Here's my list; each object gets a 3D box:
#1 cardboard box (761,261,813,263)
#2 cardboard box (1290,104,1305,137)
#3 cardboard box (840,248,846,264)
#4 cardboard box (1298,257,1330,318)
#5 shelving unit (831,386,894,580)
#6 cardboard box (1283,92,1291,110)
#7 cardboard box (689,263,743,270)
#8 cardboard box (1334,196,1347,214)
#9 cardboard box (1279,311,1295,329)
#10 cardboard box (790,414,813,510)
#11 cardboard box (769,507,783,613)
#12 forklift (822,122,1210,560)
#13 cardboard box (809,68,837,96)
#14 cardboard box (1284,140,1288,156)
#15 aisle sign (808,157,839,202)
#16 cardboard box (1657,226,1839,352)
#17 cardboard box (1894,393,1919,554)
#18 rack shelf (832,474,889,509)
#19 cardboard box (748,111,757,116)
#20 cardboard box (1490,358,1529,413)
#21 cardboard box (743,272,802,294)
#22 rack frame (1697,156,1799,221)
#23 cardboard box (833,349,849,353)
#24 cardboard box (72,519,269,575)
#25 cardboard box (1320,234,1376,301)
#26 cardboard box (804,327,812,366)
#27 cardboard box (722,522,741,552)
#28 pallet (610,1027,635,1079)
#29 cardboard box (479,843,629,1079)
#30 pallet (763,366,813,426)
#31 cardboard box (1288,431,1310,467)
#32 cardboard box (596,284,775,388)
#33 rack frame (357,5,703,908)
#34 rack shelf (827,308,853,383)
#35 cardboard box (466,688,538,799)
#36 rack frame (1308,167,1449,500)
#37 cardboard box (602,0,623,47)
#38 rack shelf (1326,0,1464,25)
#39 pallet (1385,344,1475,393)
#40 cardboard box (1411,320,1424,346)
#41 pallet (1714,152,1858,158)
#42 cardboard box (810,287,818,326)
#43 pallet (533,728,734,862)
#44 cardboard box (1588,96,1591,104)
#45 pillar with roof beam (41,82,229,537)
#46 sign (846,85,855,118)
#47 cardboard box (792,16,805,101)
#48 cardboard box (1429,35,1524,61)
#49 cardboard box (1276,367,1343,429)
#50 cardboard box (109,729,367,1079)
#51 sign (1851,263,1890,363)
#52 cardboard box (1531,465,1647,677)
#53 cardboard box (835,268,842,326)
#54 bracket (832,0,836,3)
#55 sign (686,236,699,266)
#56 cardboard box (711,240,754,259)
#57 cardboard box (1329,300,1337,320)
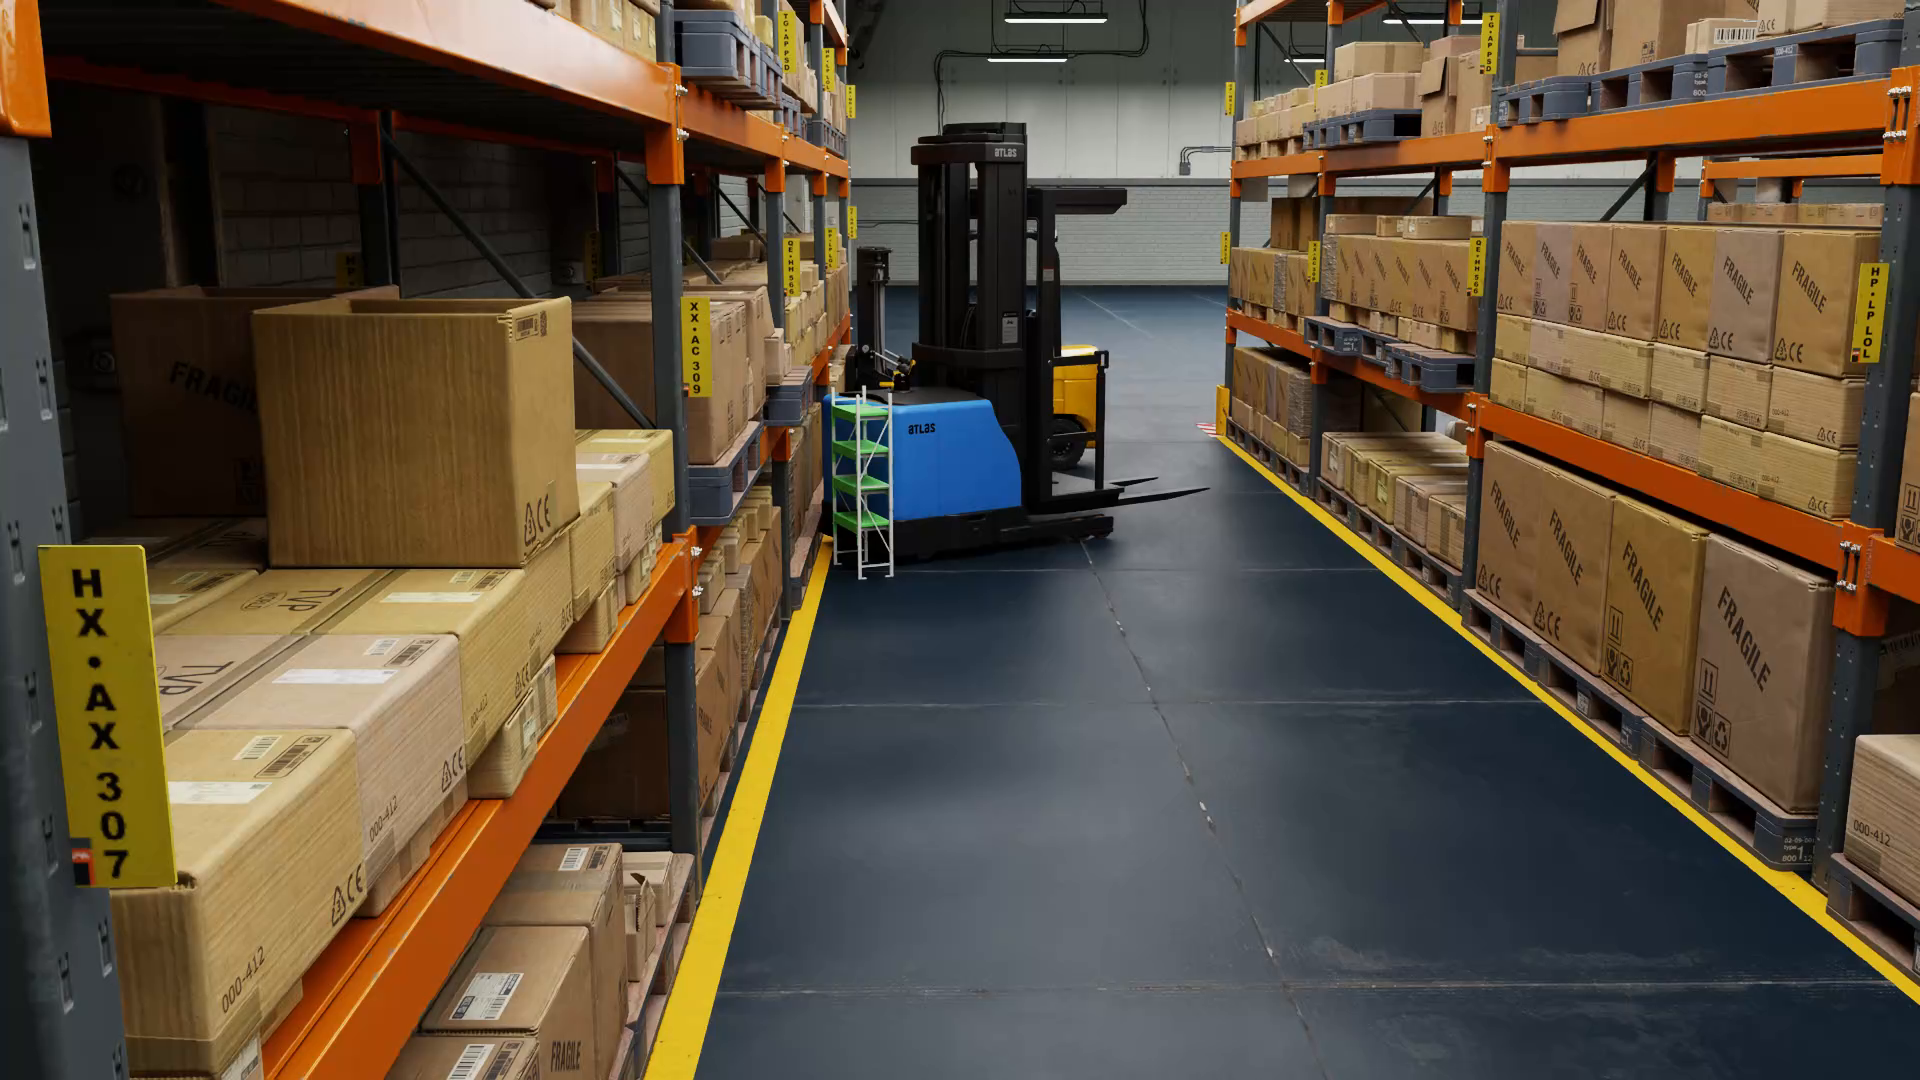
[{"bbox_3d":[-1.345,-2.094,12.953,0.380,0.149,0.250,0,11,1],"label":"cardboard box"},{"bbox_3d":[3.098,-3.545,14.072,0.500,0.250,0.500,0,11,-2],"label":"cardboard box"},{"bbox_3d":[-1.335,-2.838,16.619,0.380,0.149,0.250,0,11,0],"label":"cardboard box"},{"bbox_3d":[3.130,-2.097,13.853,0.500,0.500,0.500,-1,11,-3],"label":"cardboard box"},{"bbox_3d":[-0.645,-0.386,10.943,0.258,1.200,0.503,-5,12,-23],"label":"shelving unit"},{"bbox_3d":[3.069,-3.873,14.686,0.380,0.149,0.250,0,11,0],"label":"cardboard box"},{"bbox_3d":[-1.824,-1.987,12.426,0.380,0.149,0.250,0,11,-1],"label":"cardboard box"},{"bbox_3d":[3.607,-2.690,14.260,0.700,0.500,0.500,0,11,-1],"label":"cardboard box"},{"bbox_3d":[3.052,-1.957,14.792,0.380,0.149,0.250,0,11,-2],"label":"cardboard box"},{"bbox_3d":[-1.544,-0.578,12.281,0.875,0.625,0.625,0,11,-2],"label":"cardboard box"},{"bbox_3d":[-1.268,0.103,9.236,0.500,0.500,0.500,0,11,0],"label":"cardboard box"},{"bbox_3d":[0.513,-1.507,12.114,3.031,2.935,1.130,-8,14,-34],"label":"forklift"},{"bbox_3d":[-1.509,-3.957,14.909,0.797,0.503,0.637,0,11,1],"label":"cardboard box"},{"bbox_3d":[3.140,-3.531,15.009,0.380,0.149,0.250,0,11,-2],"label":"cardboard box"},{"bbox_3d":[-1.365,-3.878,17.089,0.394,0.787,0.004,0,11,-1],"label":"aisle sign"},{"bbox_3d":[3.284,-1.055,6.951,0.500,0.500,0.500,0,11,1],"label":"cardboard box"},{"bbox_3d":[3.301,-0.180,5.149,0.500,0.500,0.500,0,11,1],"label":"cardboard box"},{"bbox_3d":[-0.645,-0.323,10.956,0.258,0.148,0.480,-5,12,-23],"label":"rack shelf"},{"bbox_3d":[-1.217,-2.095,7.675,0.500,0.250,0.500,0,11,-1],"label":"cardboard box"},{"bbox_3d":[3.229,-0.848,9.073,0.500,0.250,0.500,0,11,-2],"label":"cardboard box"},{"bbox_3d":[-1.241,-1.687,10.947,0.380,0.149,0.250,0,11,0],"label":"cardboard box"},{"bbox_3d":[8.252,-2.651,17.581,1.000,3.000,0.127,0,11,-1],"label":"rack frame"},{"bbox_3d":[-1.319,-1.746,16.465,0.500,0.250,0.500,0,11,0],"label":"cardboard box"},{"bbox_3d":[-1.627,0.124,3.534,0.500,0.250,0.500,0,11,-1],"label":"cardboard box"},{"bbox_3d":[3.111,-2.121,12.916,0.500,0.500,0.500,0,11,0],"label":"cardboard box"},{"bbox_3d":[-1.289,-1.320,11.399,0.500,0.250,0.500,0,11,1],"label":"cardboard box"},{"bbox_3d":[-1.265,0.008,8.073,0.380,0.149,0.250,0,11,-2],"label":"cardboard box"},{"bbox_3d":[-1.368,1.543,3.926,1.003,0.211,1.213,0,11,-1],"label":"pallet"},{"bbox_3d":[-1.245,1.112,4.264,0.700,0.500,0.500,-1,11,-3],"label":"cardboard box"},{"bbox_3d":[-1.408,-0.770,8.795,1.213,0.211,1.003,0,11,-1],"label":"pallet"},{"bbox_3d":[3.107,-0.790,14.268,0.500,0.250,0.500,0,11,1],"label":"cardboard box"},{"bbox_3d":[-1.273,-0.932,7.791,0.797,0.503,0.637,-1,11,-2],"label":"cardboard box"},{"bbox_3d":[-1.409,-0.204,5.519,1.000,3.000,0.127,0,11,-1],"label":"rack frame"},{"bbox_3d":[-1.616,-1.839,15.389,1.077,0.370,4.000,0,11,-1],"label":"rack shelf"},{"bbox_3d":[-1.036,0.392,3.216,0.380,0.149,0.250,-1,11,-3],"label":"cardboard box"},{"bbox_3d":[3.388,-1.815,13.462,1.000,3.000,0.127,0,11,-1],"label":"rack frame"},{"bbox_3d":[-1.108,-1.378,4.397,0.380,0.149,0.250,0,11,1],"label":"cardboard box"},{"bbox_3d":[3.429,-3.809,11.017,1.077,0.370,4.000,0,11,-1],"label":"rack shelf"},{"bbox_3d":[3.350,-1.067,10.258,1.213,0.211,1.003,0,11,-1],"label":"pallet"},{"bbox_3d":[3.104,-1.320,10.597,0.380,0.149,0.250,-1,11,-4],"label":"cardboard box"},{"bbox_3d":[8.278,-3.930,16.565,1.003,0.211,1.213,0,11,-1],"label":"pallet"},{"bbox_3d":[-1.286,-1.665,11.842,0.500,0.250,0.500,0,11,0],"label":"cardboard box"},{"bbox_3d":[-1.464,1.001,6.593,1.003,0.211,1.213,0,11,-1],"label":"pallet"},{"bbox_3d":[3.629,-2.538,9.820,0.396,0.266,0.258,0,11,-1],"label":"cardboard box"},{"bbox_3d":[2.008,-3.020,4.310,9.100,9.000,0.400,0,11,-1],"label":"pillar with roof beam"},{"bbox_3d":[-1.114,-4.454,16.896,0.100,0.325,0.005,0,11,-1],"label":"sign"},{"bbox_3d":[-1.284,-3.120,10.791,0.500,0.500,0.500,0,11,0],"label":"cardboard box"},{"bbox_3d":[3.571,-3.345,11.523,0.500,0.250,0.500,0,11,0],"label":"cardboard box"},{"bbox_3d":[3.095,-1.259,14.692,0.500,0.500,0.500,0,11,0],"label":"cardboard box"},{"bbox_3d":[-1.067,0.428,2.036,0.500,0.250,0.500,0,11,-1],"label":"cardboard box"},{"bbox_3d":[3.011,-0.749,5.496,0.100,0.325,0.005,0,11,-1],"label":"sign"},{"bbox_3d":[3.416,0.130,8.160,0.875,0.875,0.875,0,11,0],"label":"cardboard box"},{"bbox_3d":[-1.351,-2.237,15.288,0.500,0.500,0.500,0,11,-1],"label":"cardboard box"},{"bbox_3d":[-2.552,-10.648,32.860,0.235,0.232,0.430,0,11,-1],"label":"bracket"},{"bbox_3d":[-2.129,-2.255,13.251,0.100,0.325,0.005,0,11,-1],"label":"sign"},{"bbox_3d":[-1.883,-2.369,13.561,0.380,0.149,0.250,0,11,-1],"label":"cardboard box"},{"bbox_3d":[3.084,-1.787,12.898,0.380,0.149,0.250,0,11,0],"label":"cardboard box"}]
